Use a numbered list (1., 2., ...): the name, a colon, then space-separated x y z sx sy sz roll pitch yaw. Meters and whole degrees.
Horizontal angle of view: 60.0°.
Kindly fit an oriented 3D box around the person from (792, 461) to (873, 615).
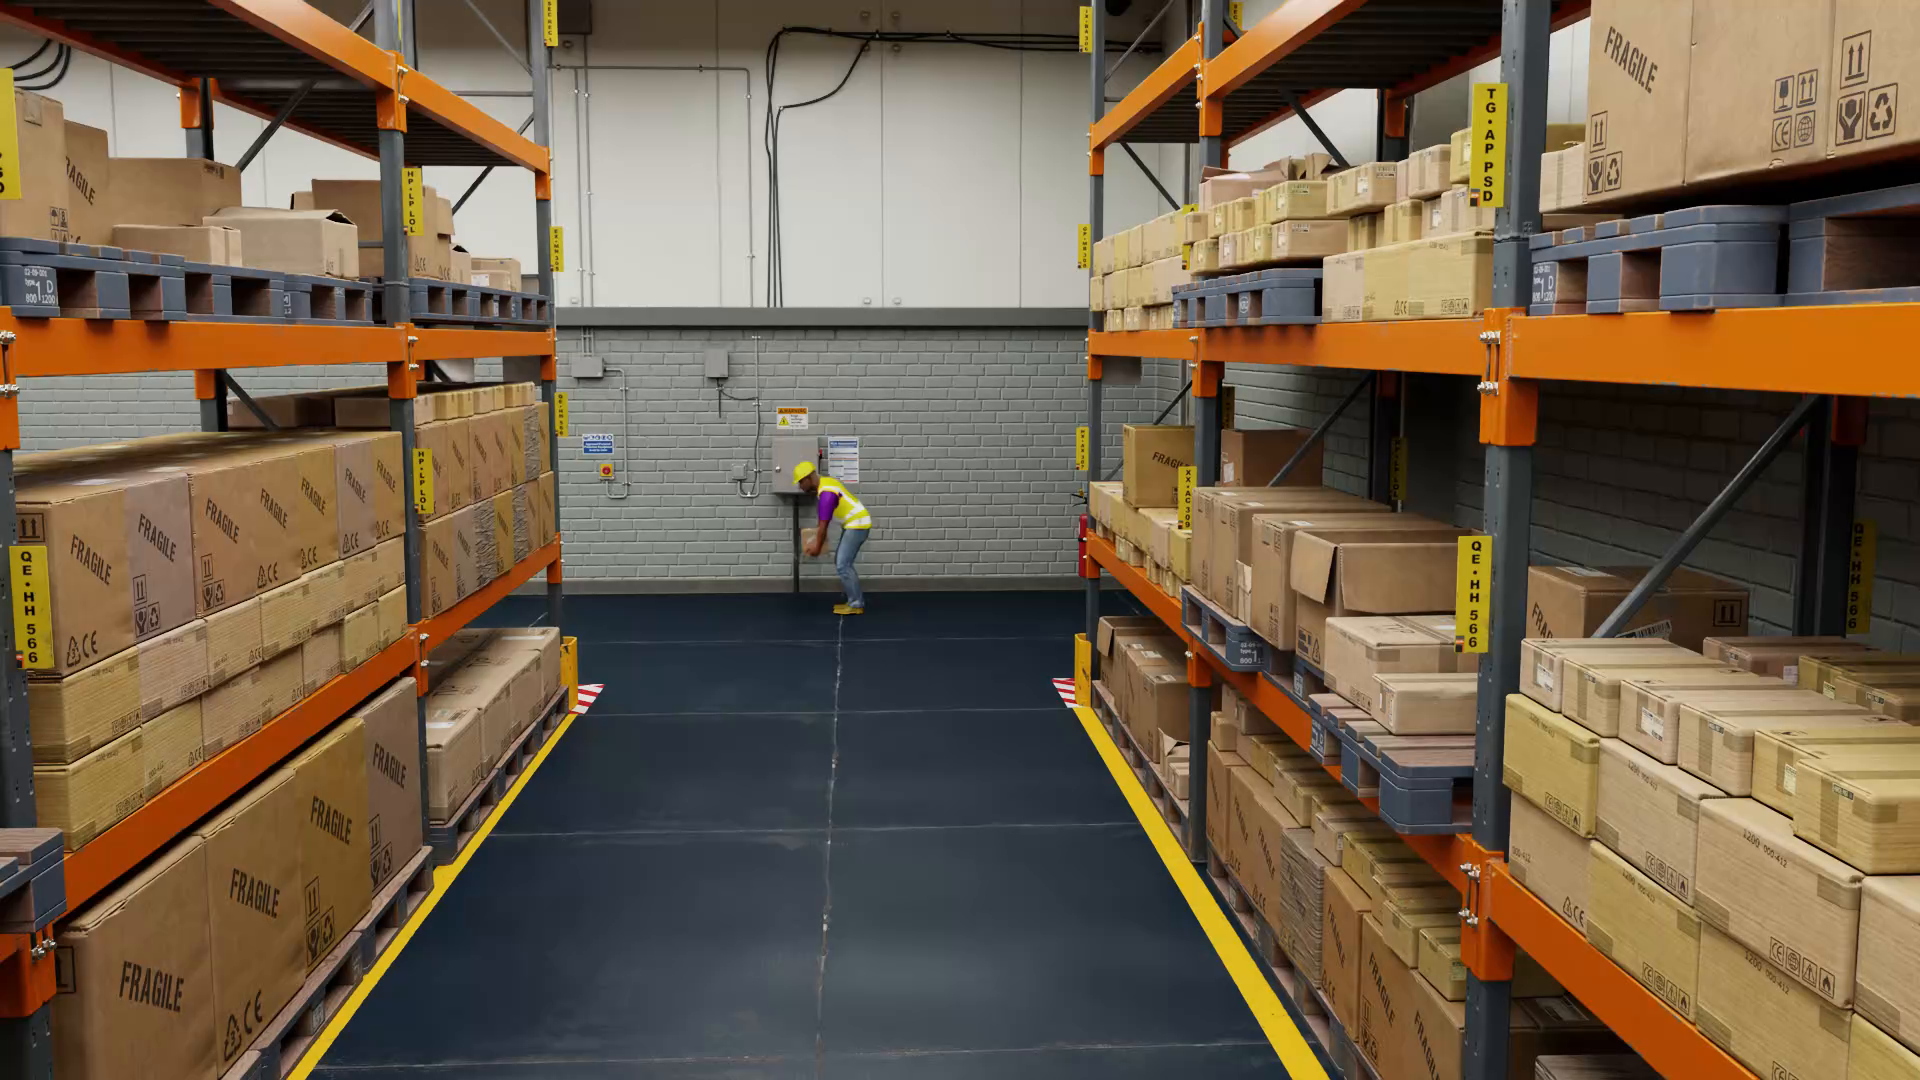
1. person: -1.284 -0.026 16.793 0.802 1.542 0.488 -1 7 -5
